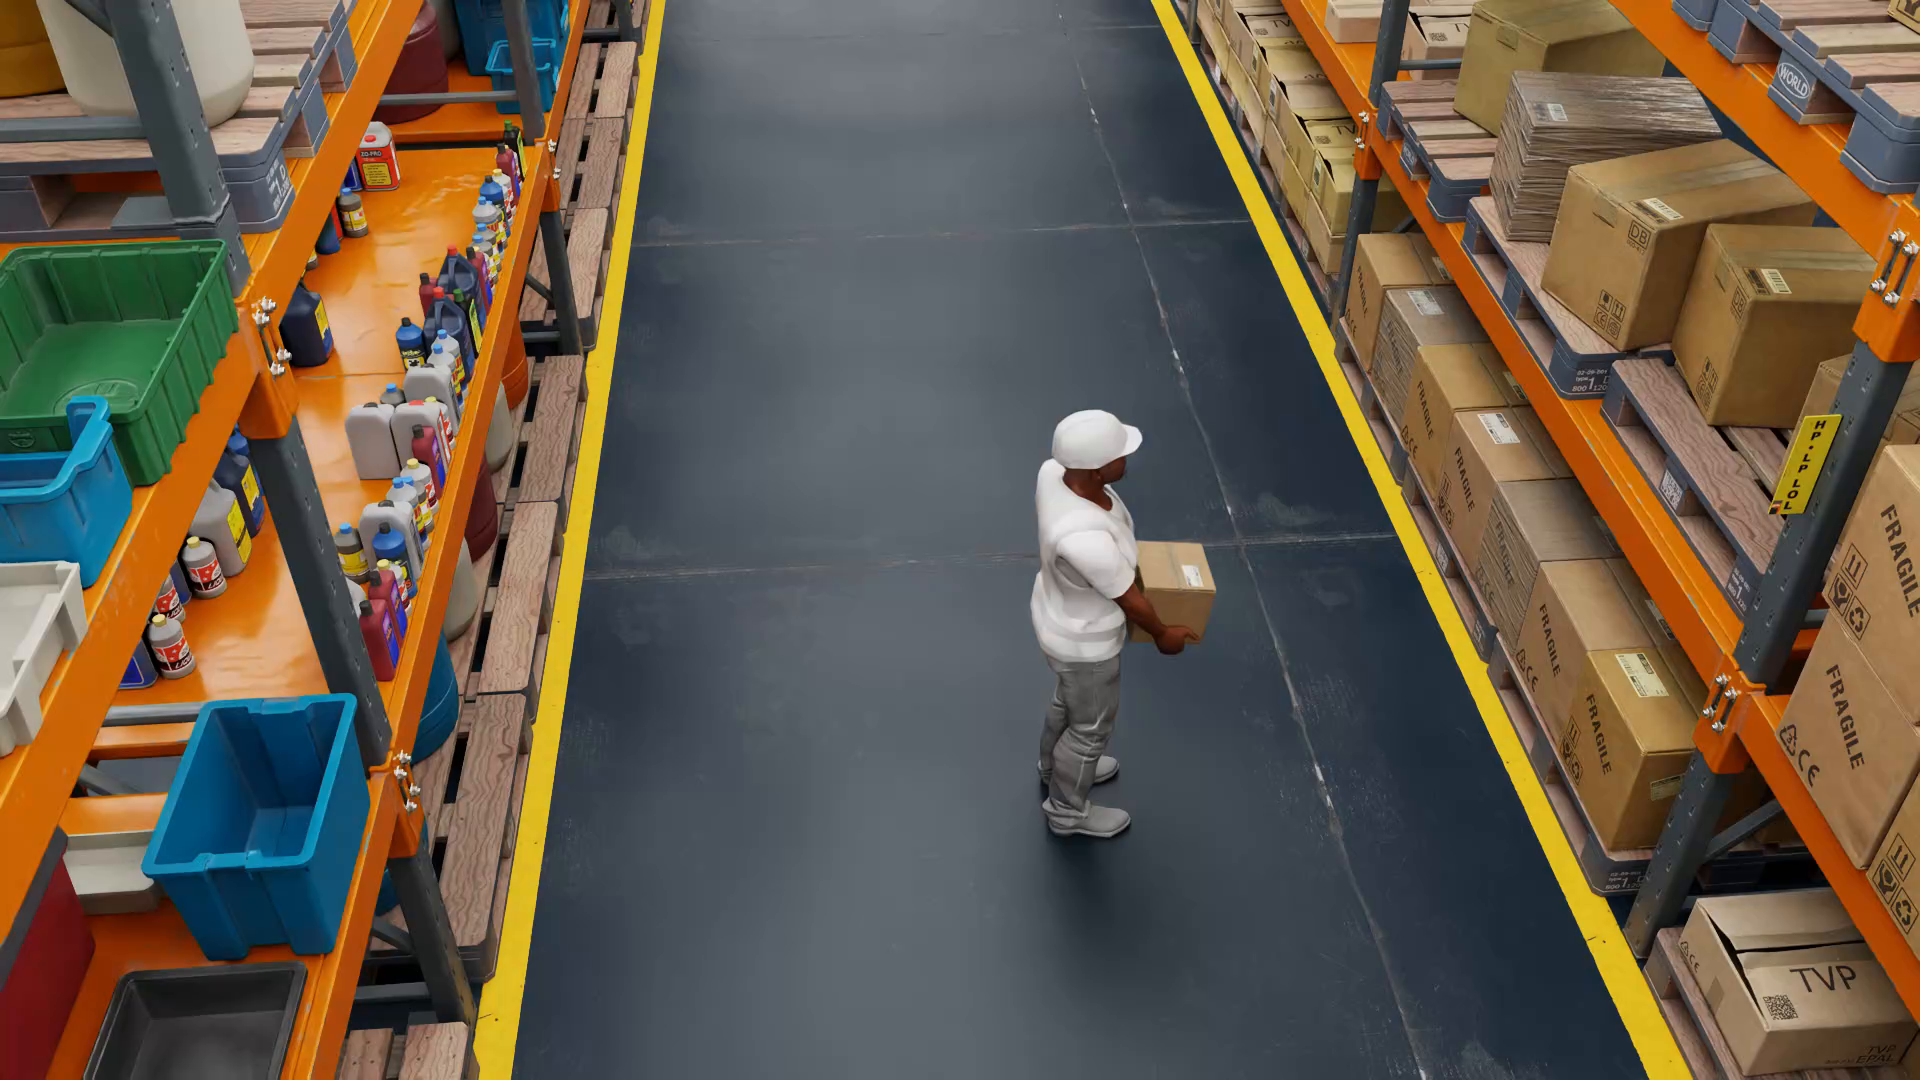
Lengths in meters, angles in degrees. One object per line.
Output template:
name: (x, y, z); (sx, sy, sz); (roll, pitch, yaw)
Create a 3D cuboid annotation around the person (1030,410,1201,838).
person: (0.529, 0.286, 5.782); (0.558, 1.763, 0.505); (-3, 39, -4)
